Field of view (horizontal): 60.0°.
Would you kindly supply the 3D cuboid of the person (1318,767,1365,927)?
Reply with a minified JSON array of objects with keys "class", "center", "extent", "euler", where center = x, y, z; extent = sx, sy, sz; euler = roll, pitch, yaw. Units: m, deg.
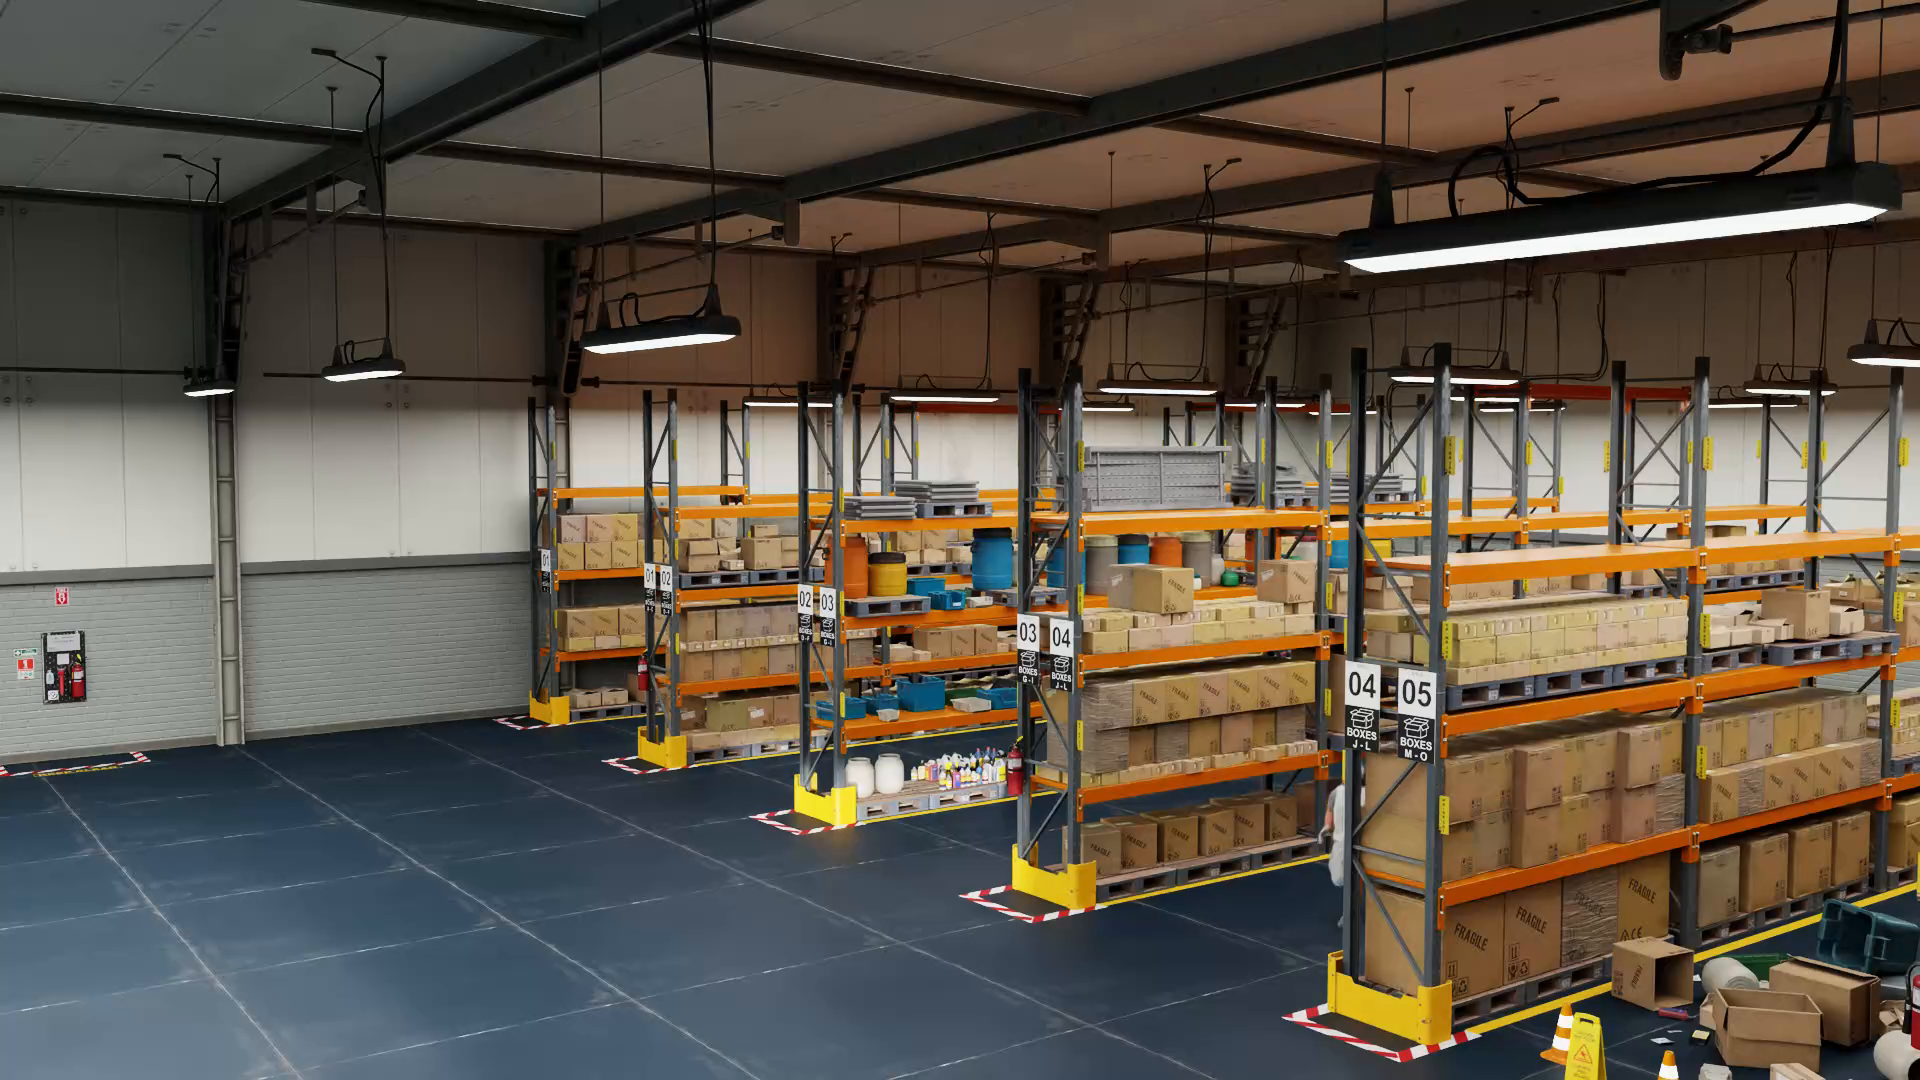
[{"class":"person","center":[4.241,3.250,17.896],"extent":[0.670,1.752,0.611],"euler":[2,4,35]}]
